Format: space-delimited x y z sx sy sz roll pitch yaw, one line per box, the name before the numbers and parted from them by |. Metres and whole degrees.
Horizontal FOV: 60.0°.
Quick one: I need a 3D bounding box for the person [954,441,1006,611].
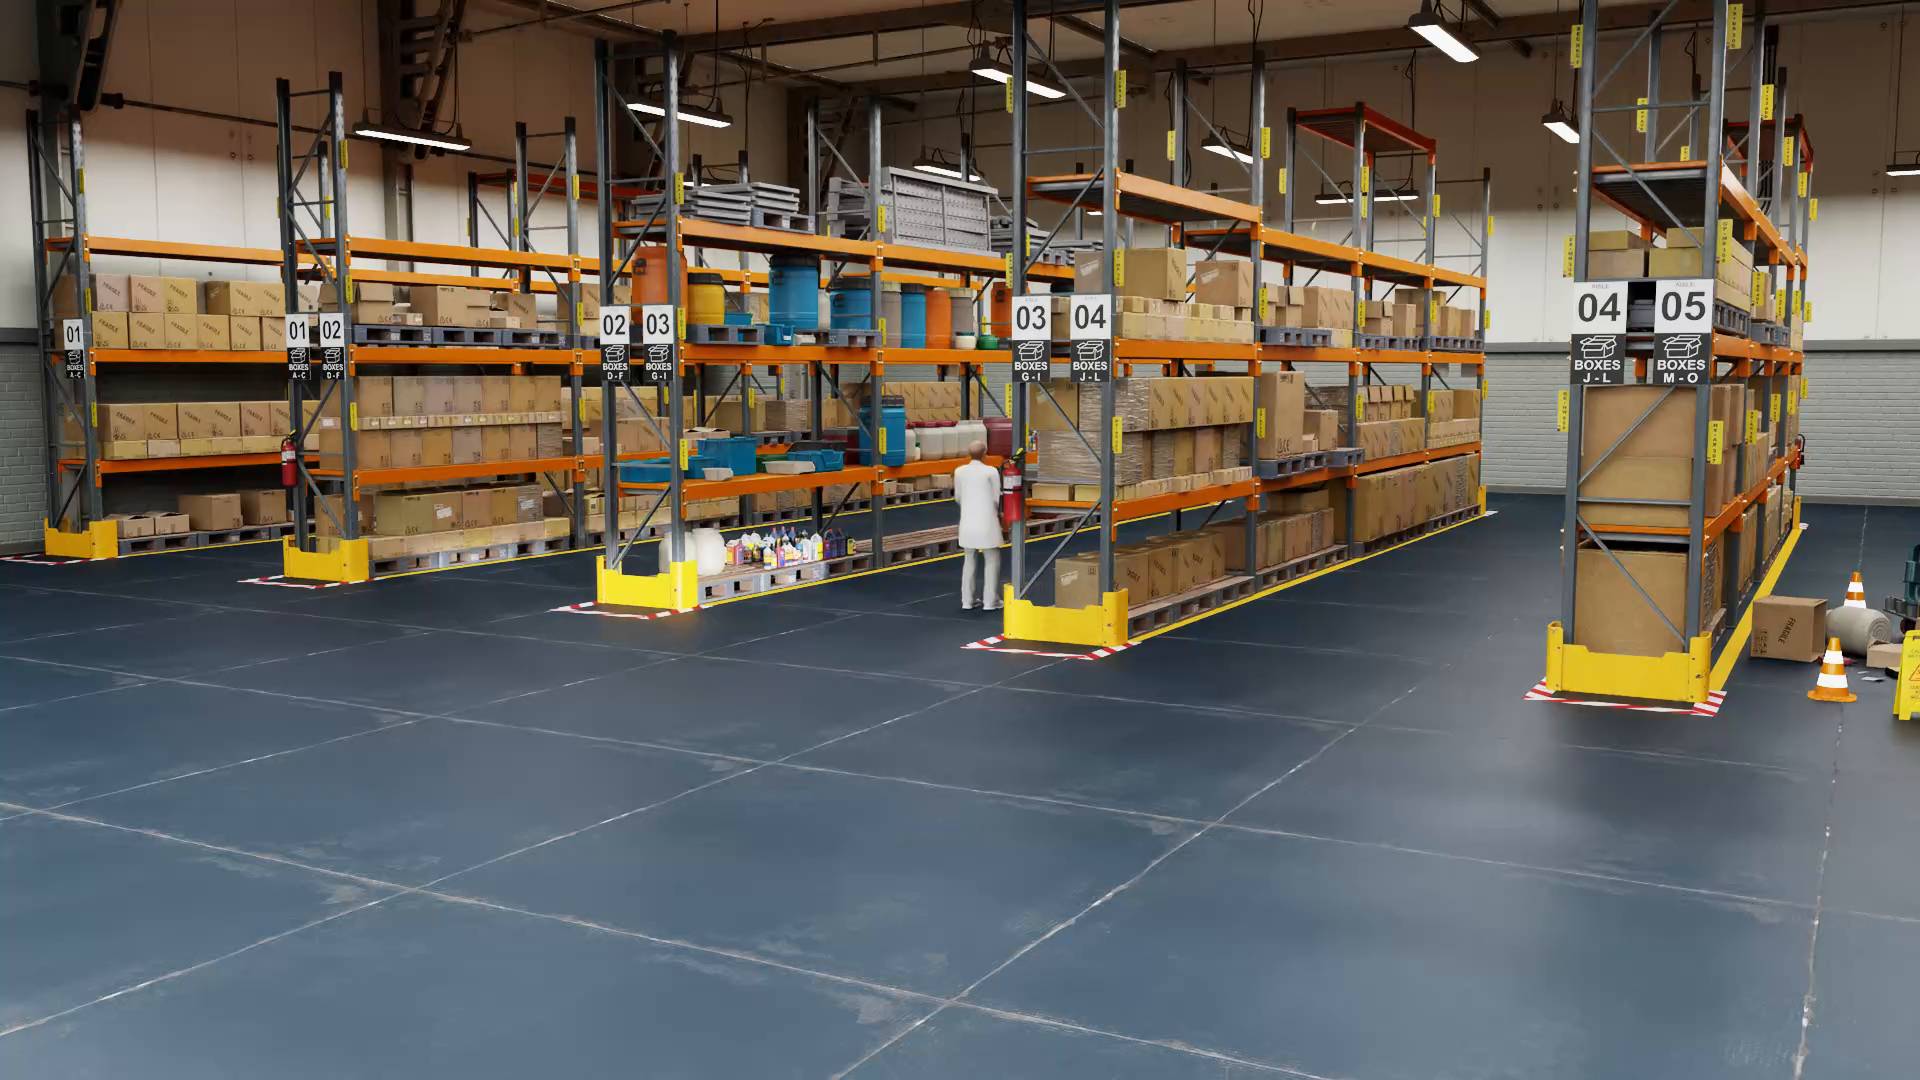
person | 0.244 -0.164 17.635 0.566 1.782 0.499 3 7 28
